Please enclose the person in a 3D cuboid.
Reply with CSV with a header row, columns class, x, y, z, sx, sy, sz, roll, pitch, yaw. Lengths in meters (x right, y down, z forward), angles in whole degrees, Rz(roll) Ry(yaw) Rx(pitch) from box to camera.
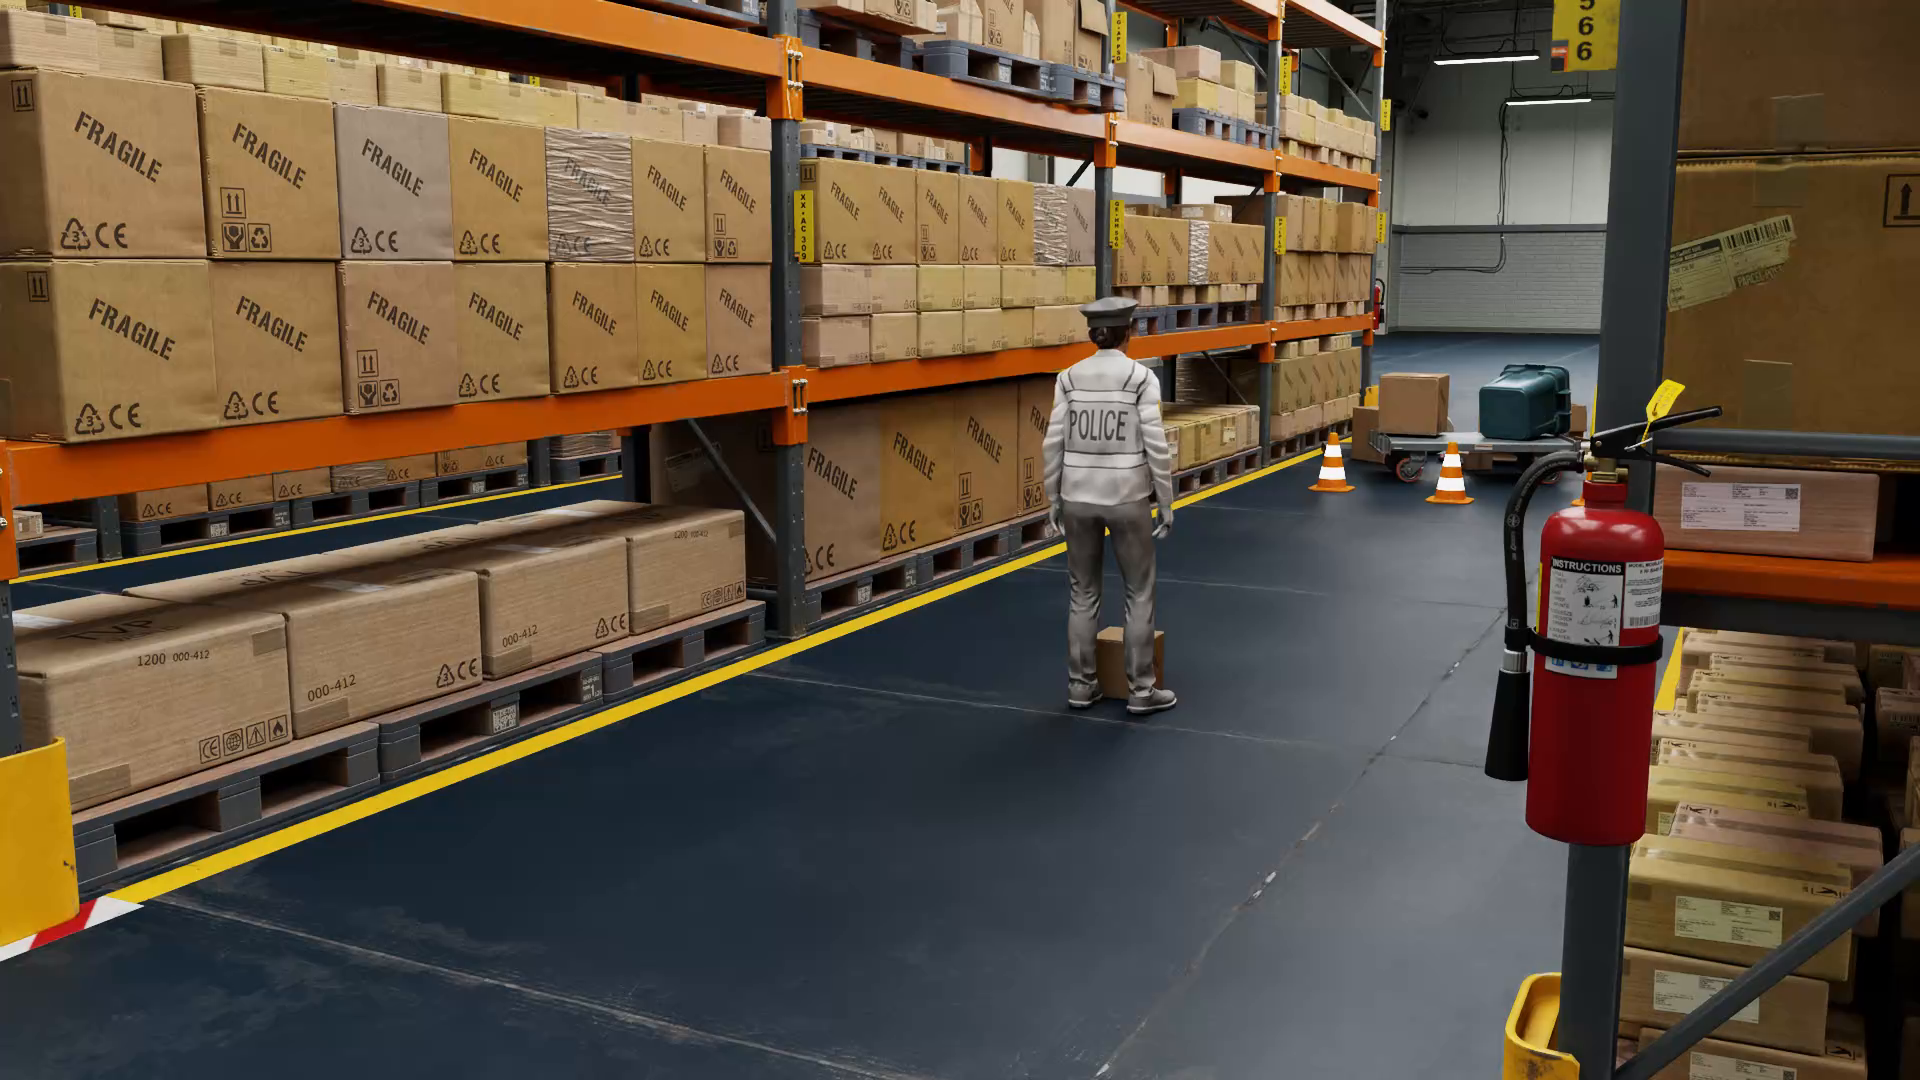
class,x,y,z,sx,sy,sz,roll,pitch,yaw
person,0.599,-0.141,6.722,0.545,1.666,0.369,4,10,23
